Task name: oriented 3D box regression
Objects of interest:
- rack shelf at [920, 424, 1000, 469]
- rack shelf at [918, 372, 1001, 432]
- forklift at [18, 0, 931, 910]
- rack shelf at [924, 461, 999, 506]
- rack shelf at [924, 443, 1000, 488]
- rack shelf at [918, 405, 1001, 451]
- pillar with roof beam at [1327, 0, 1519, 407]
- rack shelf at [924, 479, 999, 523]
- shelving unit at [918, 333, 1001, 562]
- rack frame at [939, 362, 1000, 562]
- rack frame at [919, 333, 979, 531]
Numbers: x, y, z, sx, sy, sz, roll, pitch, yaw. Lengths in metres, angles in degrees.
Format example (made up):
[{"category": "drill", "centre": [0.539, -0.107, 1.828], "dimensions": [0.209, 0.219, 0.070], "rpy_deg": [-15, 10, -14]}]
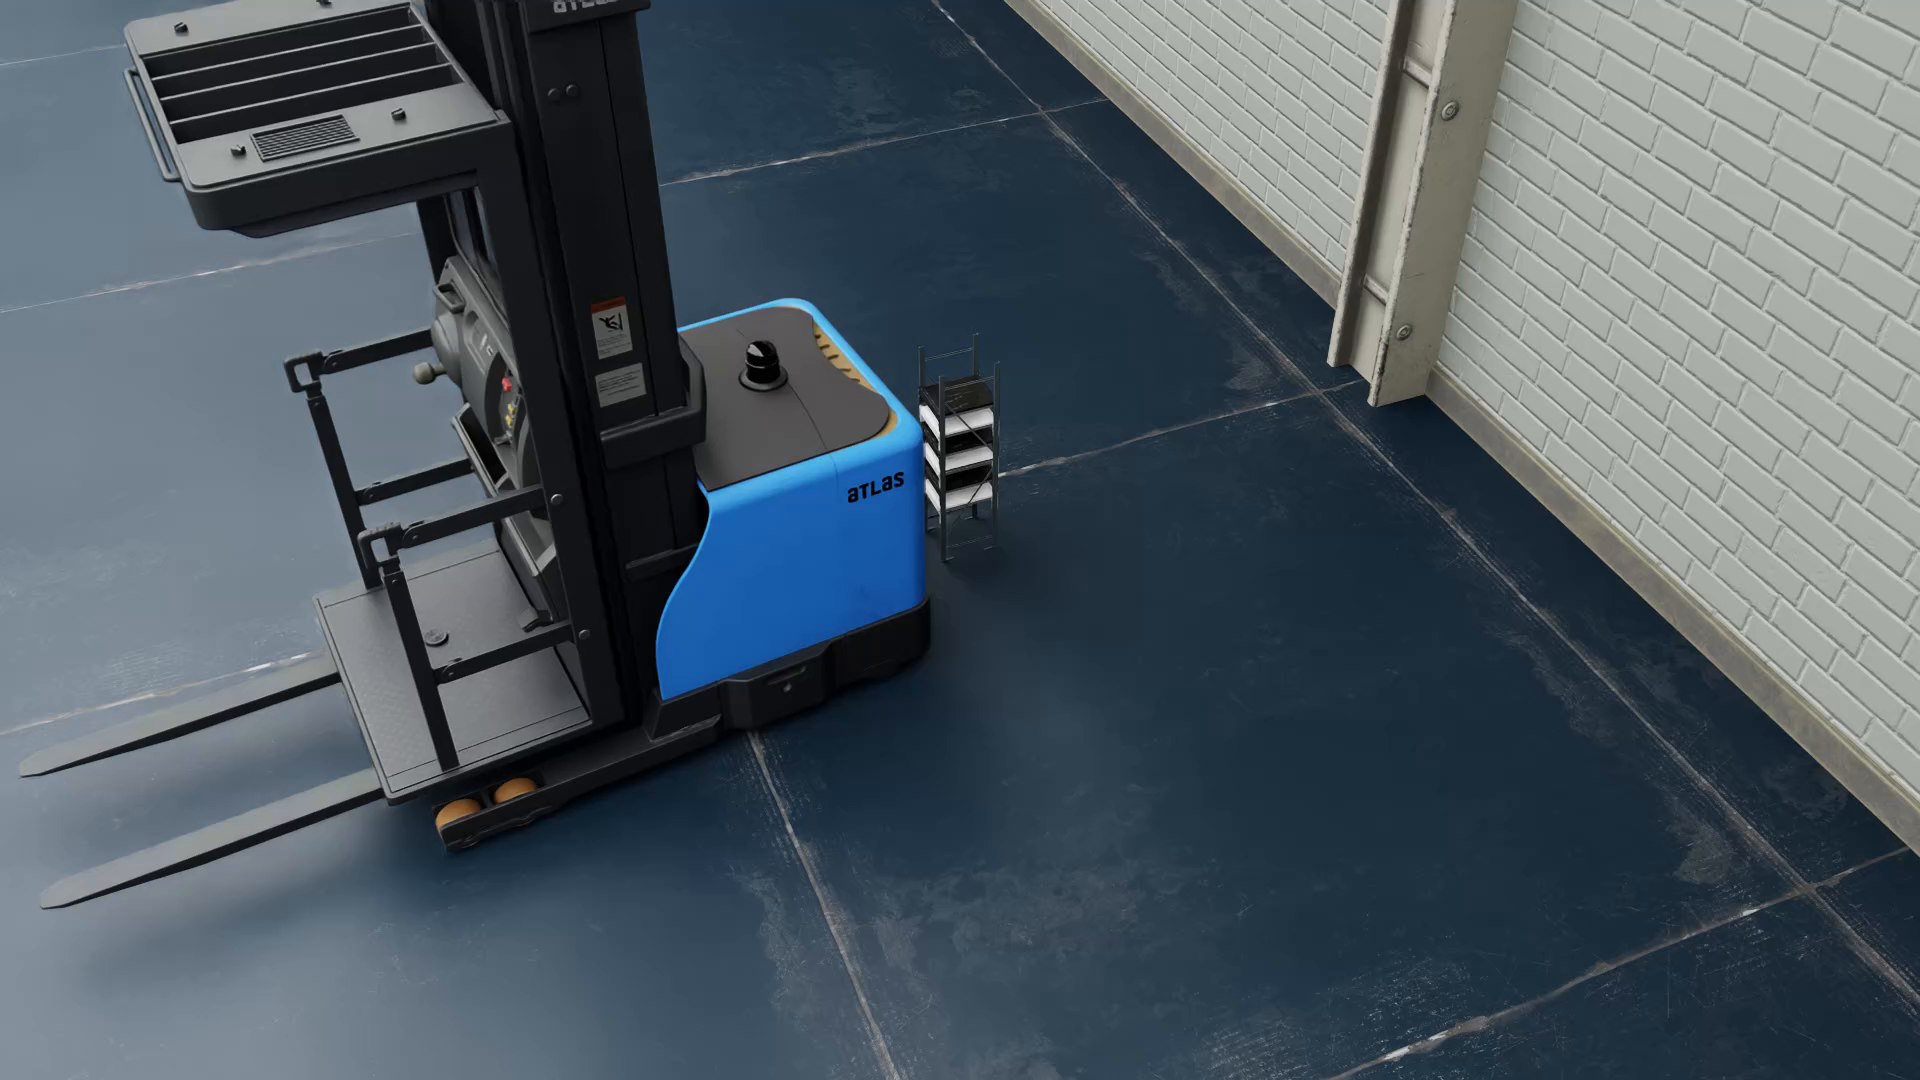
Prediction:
[{"category": "rack shelf", "centre": [-0.003, -0.389, 6.425], "dimensions": [0.258, 0.077, 0.200], "rpy_deg": [-15, 43, -17]}, {"category": "rack shelf", "centre": [-0.003, -0.526, 6.308], "dimensions": [0.258, 0.077, 0.200], "rpy_deg": [-15, 43, -17]}, {"category": "forklift", "centre": [-1.650, -0.479, 5.059], "dimensions": [3.031, 2.935, 1.130], "rpy_deg": [-20, 44, -21]}, {"category": "rack shelf", "centre": [-0.003, -0.253, 6.543], "dimensions": [0.258, 0.077, 0.200], "rpy_deg": [-15, 43, -17]}, {"category": "rack shelf", "centre": [-0.003, -0.321, 6.484], "dimensions": [0.258, 0.077, 0.200], "rpy_deg": [-15, 43, -17]}, {"category": "rack shelf", "centre": [-0.003, -0.457, 6.367], "dimensions": [0.258, 0.077, 0.200], "rpy_deg": [-15, 43, -17]}, {"category": "pillar with roof beam", "centre": [-2.061, -3.088, 3.439], "dimensions": [9.100, 9.000, 0.400], "rpy_deg": [-15, 43, -17]}, {"category": "rack shelf", "centre": [-0.003, -0.184, 6.601], "dimensions": [0.258, 0.077, 0.200], "rpy_deg": [-15, 43, -17]}, {"category": "shelving unit", "centre": [-0.003, -0.346, 6.462], "dimensions": [0.258, 0.900, 0.210], "rpy_deg": [-15, 43, -17]}, {"category": "rack frame", "centre": [0.036, -0.285, 6.391], "dimensions": [0.240, 0.900, 0.006], "rpy_deg": [-15, 43, -17]}, {"category": "rack frame", "centre": [-0.042, -0.407, 6.534], "dimensions": [0.240, 0.900, 0.006], "rpy_deg": [-15, 43, -17]}]
